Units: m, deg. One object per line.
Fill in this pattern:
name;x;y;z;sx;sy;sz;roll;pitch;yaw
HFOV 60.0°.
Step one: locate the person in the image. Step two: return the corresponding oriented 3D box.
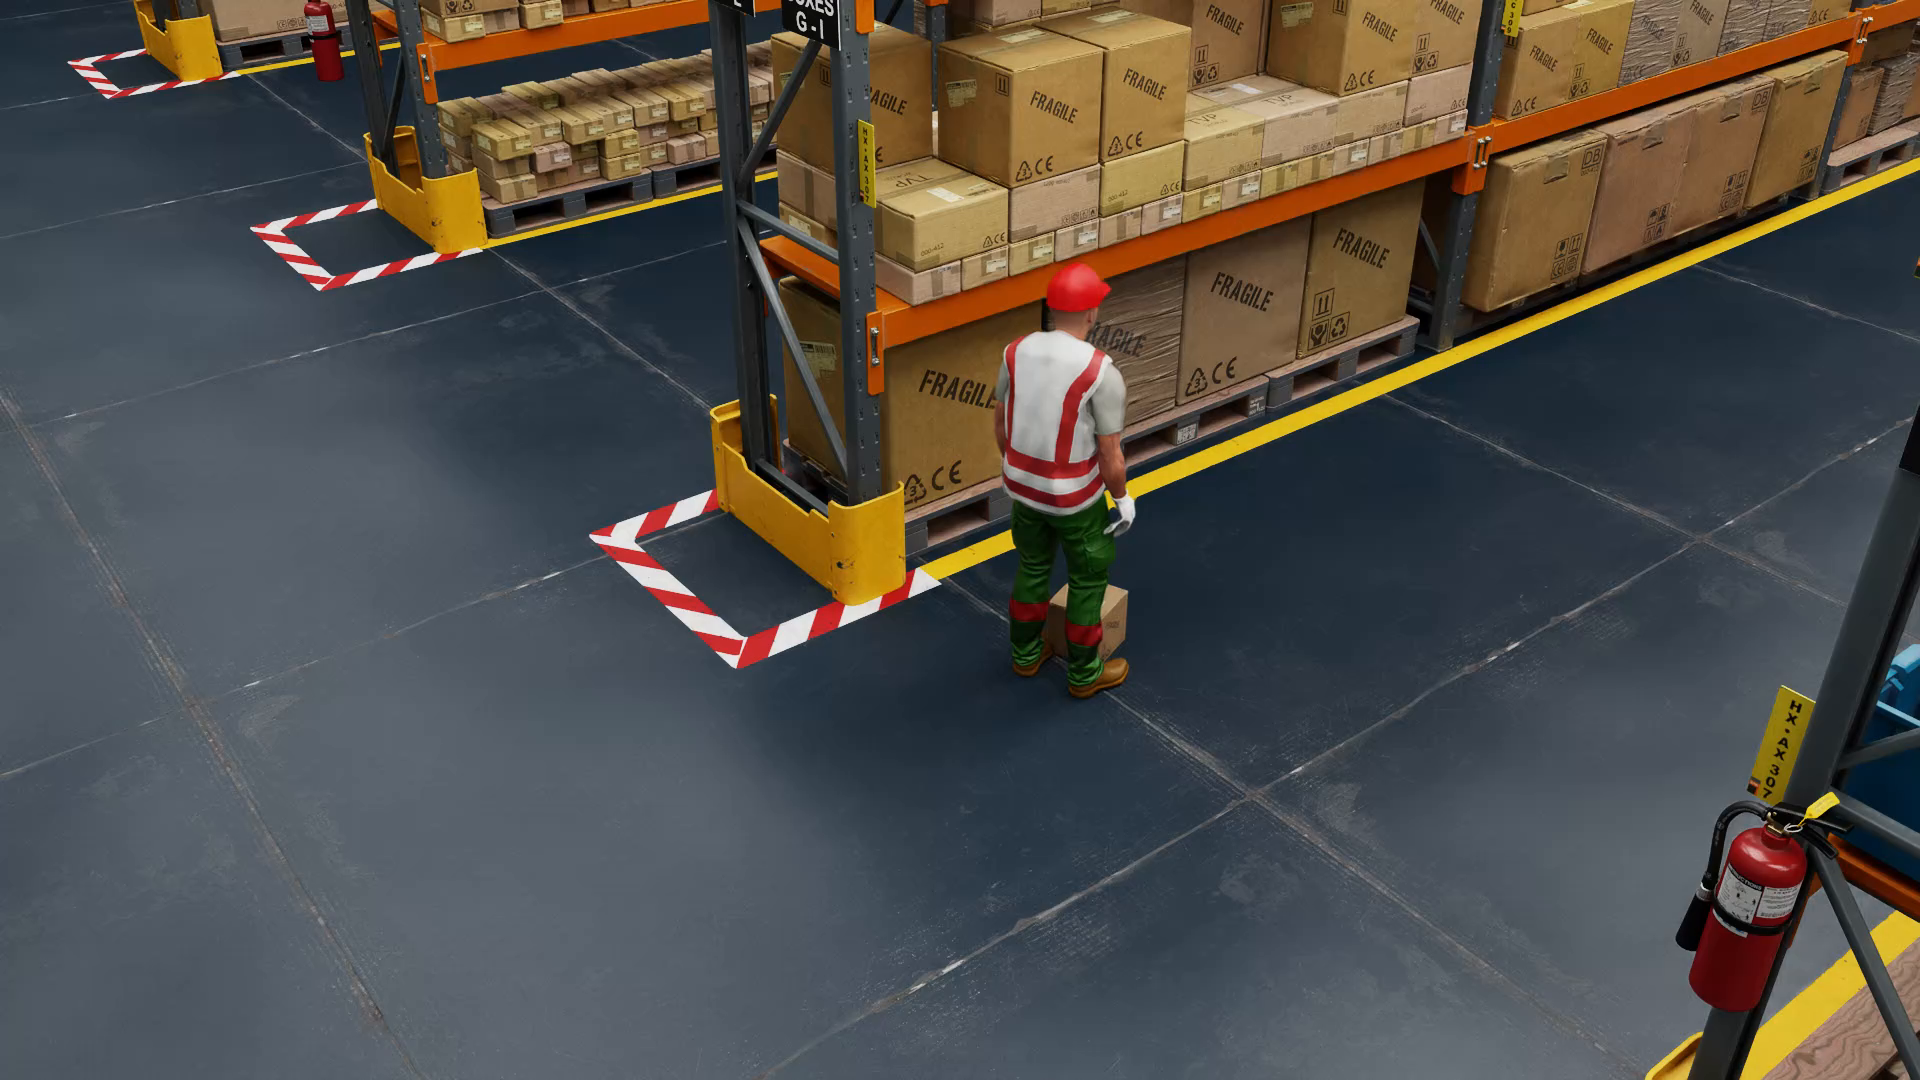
person;0.407;-0.209;6.456;0.599;1.780;0.448;22;38;31
